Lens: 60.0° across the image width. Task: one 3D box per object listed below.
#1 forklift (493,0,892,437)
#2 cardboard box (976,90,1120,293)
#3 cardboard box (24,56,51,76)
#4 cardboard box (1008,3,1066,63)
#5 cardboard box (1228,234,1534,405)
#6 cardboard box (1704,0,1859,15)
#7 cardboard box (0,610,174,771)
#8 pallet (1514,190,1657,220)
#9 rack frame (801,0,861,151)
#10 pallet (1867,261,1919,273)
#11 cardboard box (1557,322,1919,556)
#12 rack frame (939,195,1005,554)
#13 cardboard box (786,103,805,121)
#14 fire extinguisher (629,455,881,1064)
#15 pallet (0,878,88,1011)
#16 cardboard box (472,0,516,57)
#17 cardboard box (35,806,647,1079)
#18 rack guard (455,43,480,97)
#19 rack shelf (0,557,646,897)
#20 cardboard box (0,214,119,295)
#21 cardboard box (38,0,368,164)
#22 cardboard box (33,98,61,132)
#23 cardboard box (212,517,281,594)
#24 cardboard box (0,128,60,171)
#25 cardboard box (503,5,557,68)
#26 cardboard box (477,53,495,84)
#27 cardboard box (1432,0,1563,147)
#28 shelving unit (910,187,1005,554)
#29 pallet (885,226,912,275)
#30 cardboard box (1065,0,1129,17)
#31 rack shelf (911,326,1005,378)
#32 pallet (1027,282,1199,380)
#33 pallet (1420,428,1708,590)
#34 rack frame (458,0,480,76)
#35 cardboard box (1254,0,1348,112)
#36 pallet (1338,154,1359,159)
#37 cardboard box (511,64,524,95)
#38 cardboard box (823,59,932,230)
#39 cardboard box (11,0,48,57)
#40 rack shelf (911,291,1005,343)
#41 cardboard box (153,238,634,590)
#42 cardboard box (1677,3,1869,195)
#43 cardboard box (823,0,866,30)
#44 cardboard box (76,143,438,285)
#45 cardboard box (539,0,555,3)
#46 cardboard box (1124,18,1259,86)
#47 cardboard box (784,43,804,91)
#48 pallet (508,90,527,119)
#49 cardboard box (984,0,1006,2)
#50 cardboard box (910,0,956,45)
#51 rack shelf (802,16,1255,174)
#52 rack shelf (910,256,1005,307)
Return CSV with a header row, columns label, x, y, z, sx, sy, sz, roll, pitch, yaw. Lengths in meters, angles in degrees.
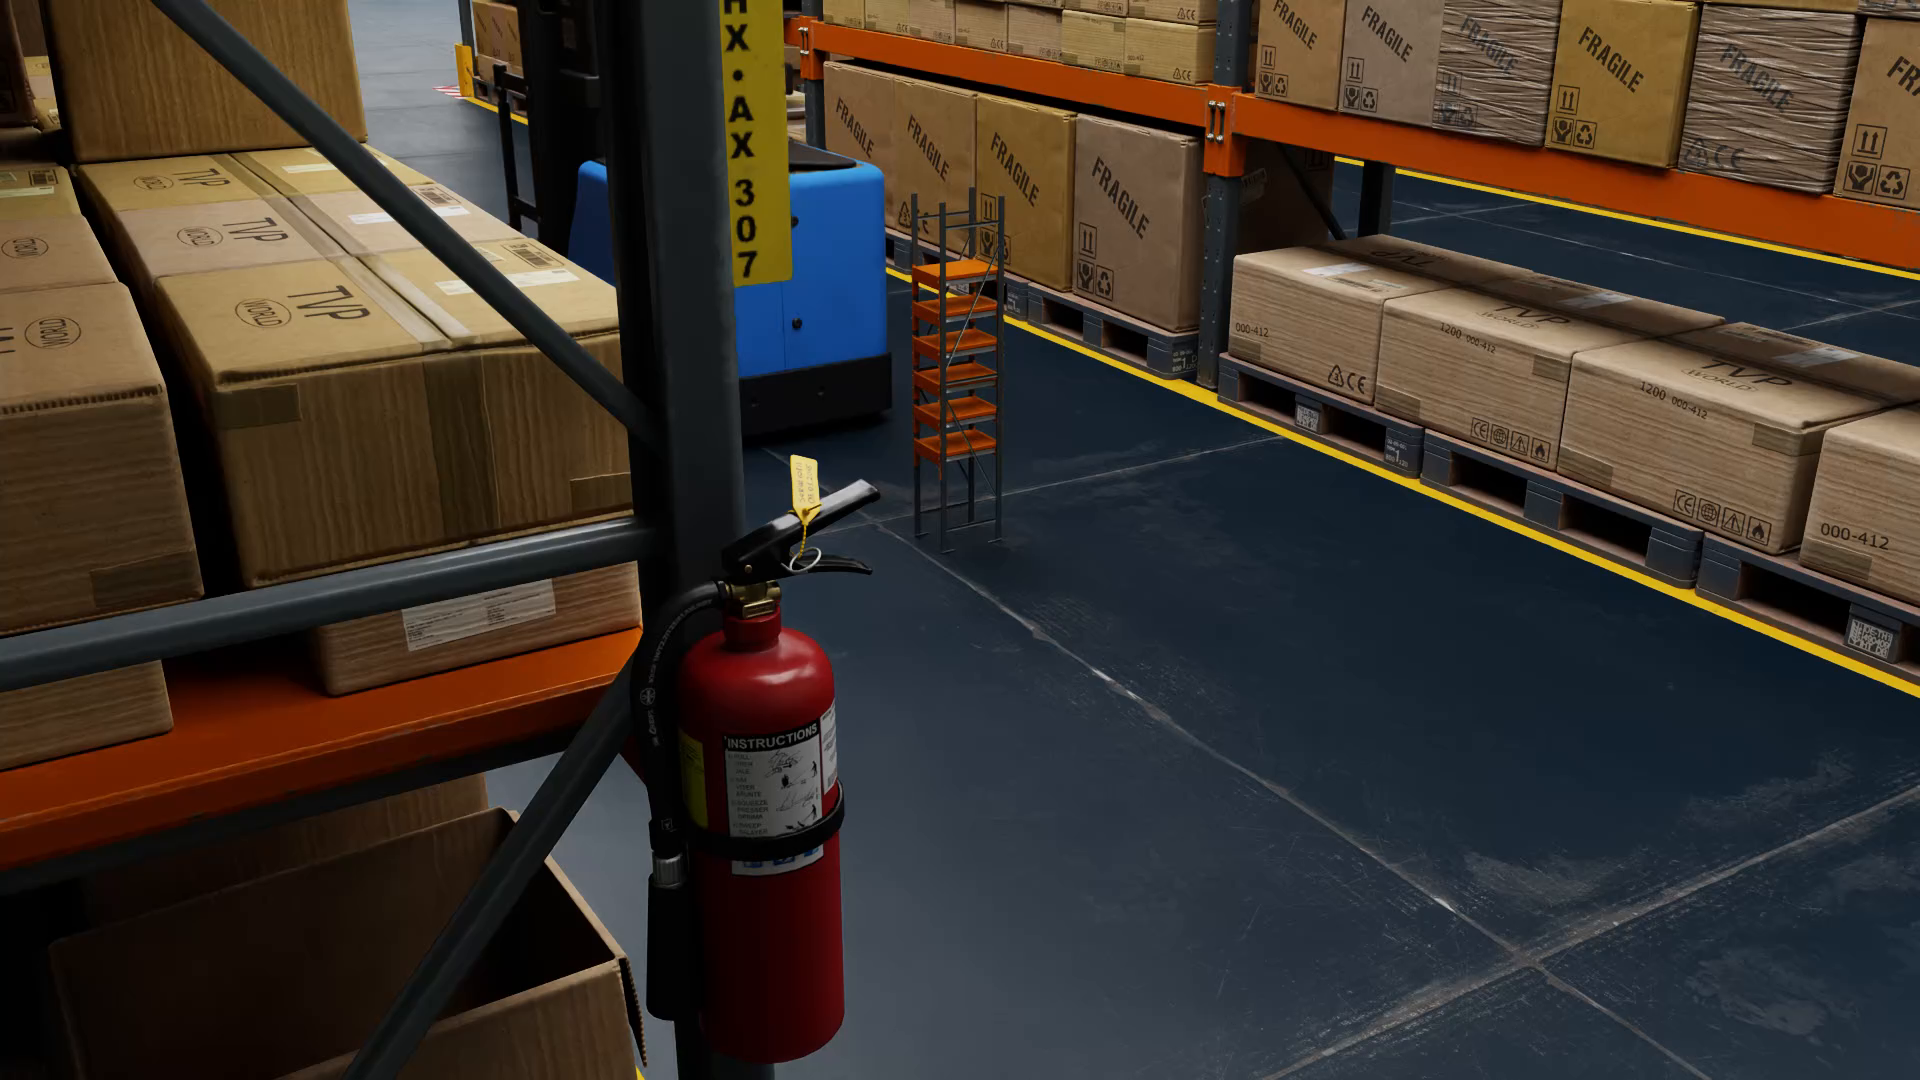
label,x,y,z,sx,sy,sz,roll,pitch,yaw
forklift,-1.489,-2.226,7.396,1.130,2.935,3.031,-13,26,-29
cardboard box,0.677,-1.857,8.659,0.875,0.875,0.875,-12,25,-27
cardboard box,-2.265,-1.164,4.497,0.500,0.250,0.500,-12,25,-27
cardboard box,0.584,-2.529,8.250,0.500,0.250,0.500,-13,26,-30
cardboard box,1.759,-0.954,7.019,0.875,0.438,0.875,-13,25,-29
cardboard box,2.580,-1.819,4.843,0.500,0.500,0.500,-13,25,-29
cardboard box,-1.092,0.141,1.813,0.380,0.149,0.250,-13,25,-29
pallet,4.708,-2.510,11.707,1.003,0.211,1.213,-13,25,-28
rack frame,-0.513,-3.465,10.352,1.000,3.000,0.127,-13,25,-28
pallet,6.108,-1.652,9.597,1.003,0.211,1.213,-13,25,-28
cardboard box,2.676,-0.372,5.588,0.875,0.438,0.875,-12,25,-27
rack frame,0.039,-0.531,5.524,0.240,1.200,0.006,-13,25,-28
cardboard box,-1.177,-2.864,11.807,0.950,0.372,0.625,-13,26,-29
fire extinguisher,-0.219,0.248,1.816,0.296,0.674,0.183,-13,25,-28
pallet,-1.758,0.696,3.820,1.003,0.211,1.213,-13,25,-28
cardboard box,-4.413,-5.001,16.229,0.500,0.500,0.500,-14,26,-30
cardboard box,-0.923,0.826,2.552,0.797,0.503,0.637,-14,26,-30
rack guard,-4.561,-4.872,17.134,1.175,0.500,0.348,-13,25,-28
rack shelf,-1.714,-0.233,3.358,1.077,0.370,4.000,-13,25,-28
cardboard box,-1.417,-0.253,2.253,0.500,0.250,0.500,-13,25,-28
cardboard box,-1.459,-1.019,3.144,0.500,0.500,0.500,-12,25,-27
cardboard box,-1.753,-0.841,3.702,0.500,0.250,0.500,-13,25,-29
cardboard box,-0.794,-0.035,2.249,0.380,0.149,0.250,-12,25,-27
cardboard box,-1.933,-0.583,3.067,0.500,0.250,0.500,-13,25,-28
cardboard box,-3.893,-4.668,15.412,0.500,0.500,0.500,-12,25,-27
cardboard box,-4.425,-4.661,16.389,0.500,0.250,0.500,-13,25,-29
cardboard box,2.047,-1.688,5.848,0.500,0.500,0.500,-12,25,-28
shelving unit,-0.007,-0.561,5.597,0.258,1.200,0.189,-13,25,-28
pallet,-0.175,-1.903,10.214,1.003,0.211,1.213,-13,25,-28
cardboard box,0.834,-2.588,7.731,0.500,0.250,0.500,-12,25,-27
rack shelf,-0.007,-0.631,5.569,0.258,0.103,0.180,-13,25,-28
pallet,1.071,-1.114,8.271,1.003,0.211,1.213,-13,25,-28
pallet,2.479,-0.222,6.077,1.003,0.211,1.213,-13,25,-28
rack frame,-4.600,-6.055,16.724,1.000,3.000,0.127,-13,25,-28
cardboard box,1.545,-2.014,6.650,0.500,0.500,0.500,-12,25,-27
pallet,3.353,-3.428,13.964,1.003,0.211,1.213,-13,25,-28
cardboard box,-3.881,-4.320,15.550,0.500,0.250,0.500,-11,24,-25
cardboard box,-0.232,-2.436,10.084,0.875,0.875,0.875,-13,25,-29
cardboard box,-2.790,-1.655,5.208,0.700,0.500,0.500,-12,25,-27
rack shelf,-0.007,-0.742,5.523,0.258,0.103,0.180,-13,25,-28
cardboard box,-0.692,-0.186,2.090,0.500,0.250,0.500,-12,25,-28
cardboard box,2.585,-1.357,5.033,0.500,0.500,0.500,-12,25,-27
cardboard box,-0.479,-3.189,9.872,0.500,0.250,0.500,-13,26,-29
cardboard box,-1.212,-0.513,2.894,0.500,0.250,0.500,-13,26,-29
cardboard box,-3.966,-5.114,16.507,0.500,0.500,0.500,-12,25,-28
cardboard box,1.084,-2.197,7.433,0.500,0.250,0.500,-13,26,-29
cardboard box,-1.526,-4.816,16.993,0.637,0.503,0.797,8,23,18
pallet,-3.557,-4.074,15.554,1.003,0.211,1.213,-13,25,-28
cardboard box,0.288,-2.918,8.541,0.500,0.250,0.500,-12,25,-27
cardboard box,0.061,-2.855,9.051,0.500,0.250,0.500,-12,25,-27
rack shelf,0.509,-2.484,8.895,1.077,0.370,4.000,-13,25,-28
rack shelf,-0.007,-0.853,5.478,0.258,0.103,0.180,-13,25,-28
